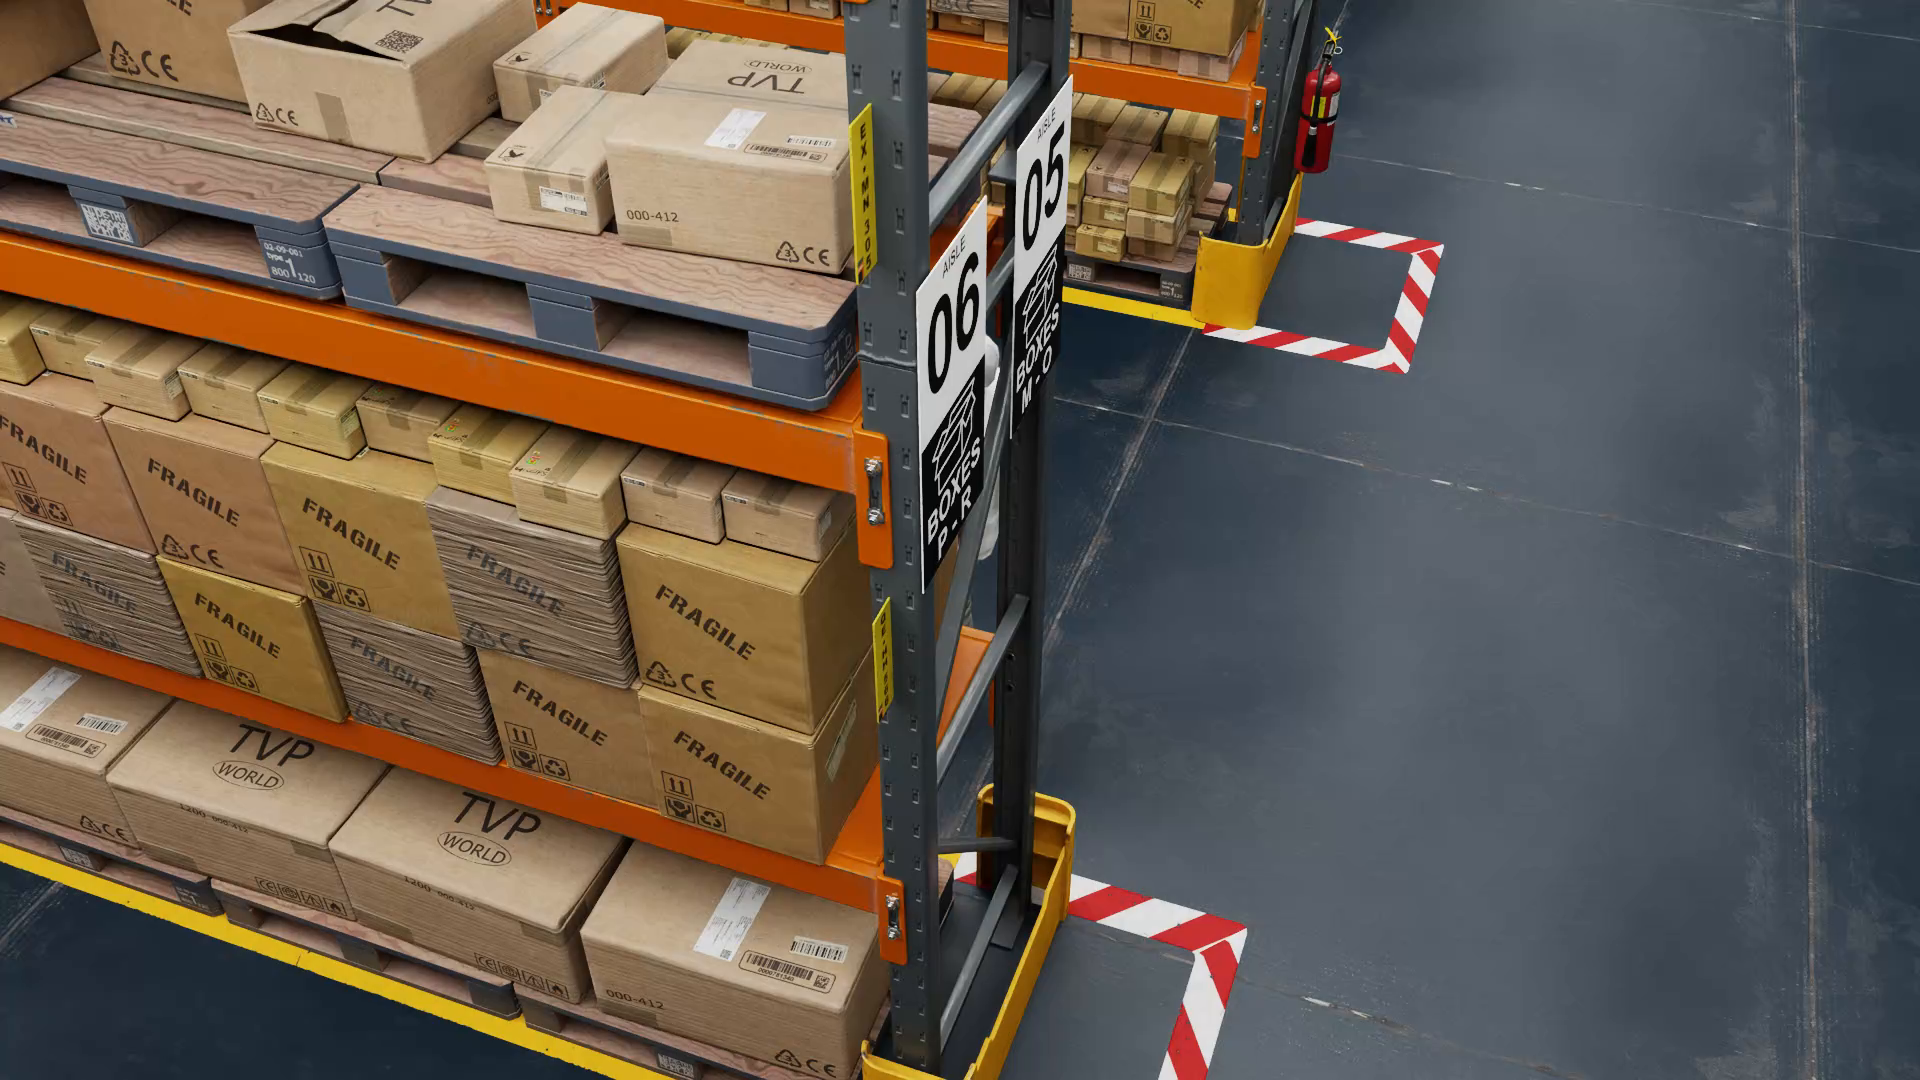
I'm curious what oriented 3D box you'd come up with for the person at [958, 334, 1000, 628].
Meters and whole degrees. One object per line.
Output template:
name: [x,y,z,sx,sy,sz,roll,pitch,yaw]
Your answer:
person: [-0.094,-0.074,6.214,0.574,1.785,0.656,9,42,10]
